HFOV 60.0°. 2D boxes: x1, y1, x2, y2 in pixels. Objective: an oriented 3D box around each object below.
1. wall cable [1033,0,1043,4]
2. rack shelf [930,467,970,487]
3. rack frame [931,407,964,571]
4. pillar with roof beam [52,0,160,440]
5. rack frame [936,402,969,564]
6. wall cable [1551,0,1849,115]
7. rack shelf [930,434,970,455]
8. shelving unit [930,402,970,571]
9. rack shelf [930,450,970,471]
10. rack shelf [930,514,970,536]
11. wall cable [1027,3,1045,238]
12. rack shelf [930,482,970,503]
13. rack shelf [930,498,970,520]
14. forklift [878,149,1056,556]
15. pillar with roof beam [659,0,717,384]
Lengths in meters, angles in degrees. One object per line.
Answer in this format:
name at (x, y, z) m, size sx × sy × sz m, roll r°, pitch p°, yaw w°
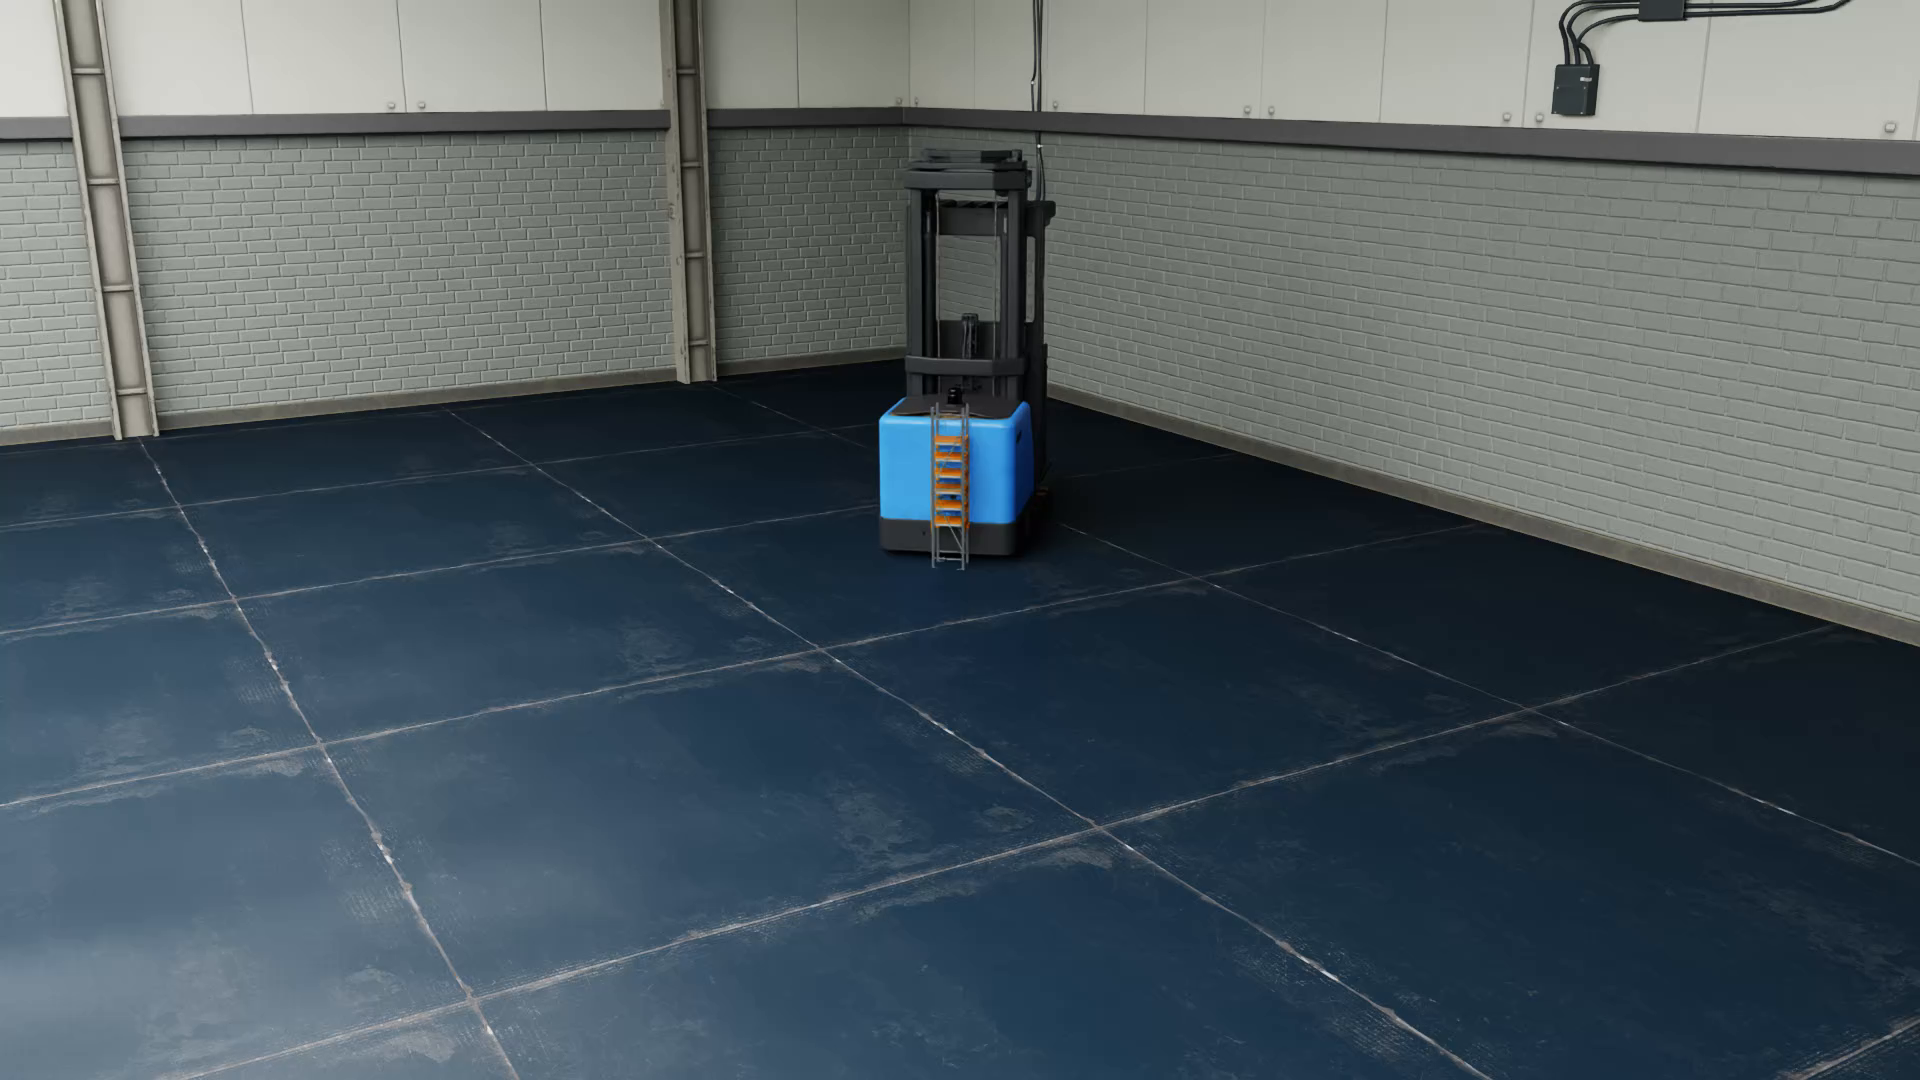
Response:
wall cable at (1.491, -6.633, 16.296) m, size 0.112 × 2.526 × 3.097 m, roll -9°, pitch 18°, yaw -30°
rack shelf at (-0.072, -0.458, 12.040) m, size 0.258 × 0.103 × 0.180 m, roll 3°, pitch 16°, yaw 10°
rack frame at (-0.088, -0.361, 11.974) m, size 0.240 × 1.200 × 0.006 m, roll 3°, pitch 16°, yaw 10°
pillar with roof beam at (-6.034, -4.389, 11.893) m, size 0.400 × 9.000 × 9.100 m, roll -9°, pitch 18°, yaw -30°
rack frame at (-0.055, -0.409, 12.147) m, size 0.240 × 1.200 × 0.006 m, roll 3°, pitch 16°, yaw 10°
wall cable at (4.973, -5.761, 10.489) m, size 0.169 × 6.003 × 2.305 m, roll -9°, pitch 18°, yaw -30°
rack shelf at (-0.072, -0.689, 11.975) m, size 0.258 × 0.103 × 0.180 m, roll 3°, pitch 16°, yaw 10°
shelving unit at (-0.072, -0.385, 12.060) m, size 0.258 × 1.200 × 0.189 m, roll 3°, pitch 16°, yaw 10°
rack shelf at (-0.072, -0.573, 12.008) m, size 0.258 × 0.103 × 0.180 m, roll 3°, pitch 16°, yaw 10°
rack shelf at (-0.072, -0.111, 12.137) m, size 0.258 × 0.103 × 0.180 m, roll 3°, pitch 16°, yaw 10°
wall cable at (0.098, -4.827, 19.211) m, size 0.112 × 2.526 × 3.097 m, roll -9°, pitch 18°, yaw -30°
rack shelf at (-0.072, -0.342, 12.072) m, size 0.258 × 0.103 × 0.180 m, roll 3°, pitch 16°, yaw 10°
rack shelf at (-0.072, -0.227, 12.105) m, size 0.258 × 0.103 × 0.180 m, roll 3°, pitch 16°, yaw 10°
forklift at (0.160, -1.650, 13.364) m, size 1.130 × 2.935 × 3.031 m, roll 3°, pitch 16°, yaw 10°
pillar with roof beam at (-0.891, -5.223, 14.869) m, size 0.400 × 9.000 × 9.100 m, roll -9°, pitch 18°, yaw -30°
